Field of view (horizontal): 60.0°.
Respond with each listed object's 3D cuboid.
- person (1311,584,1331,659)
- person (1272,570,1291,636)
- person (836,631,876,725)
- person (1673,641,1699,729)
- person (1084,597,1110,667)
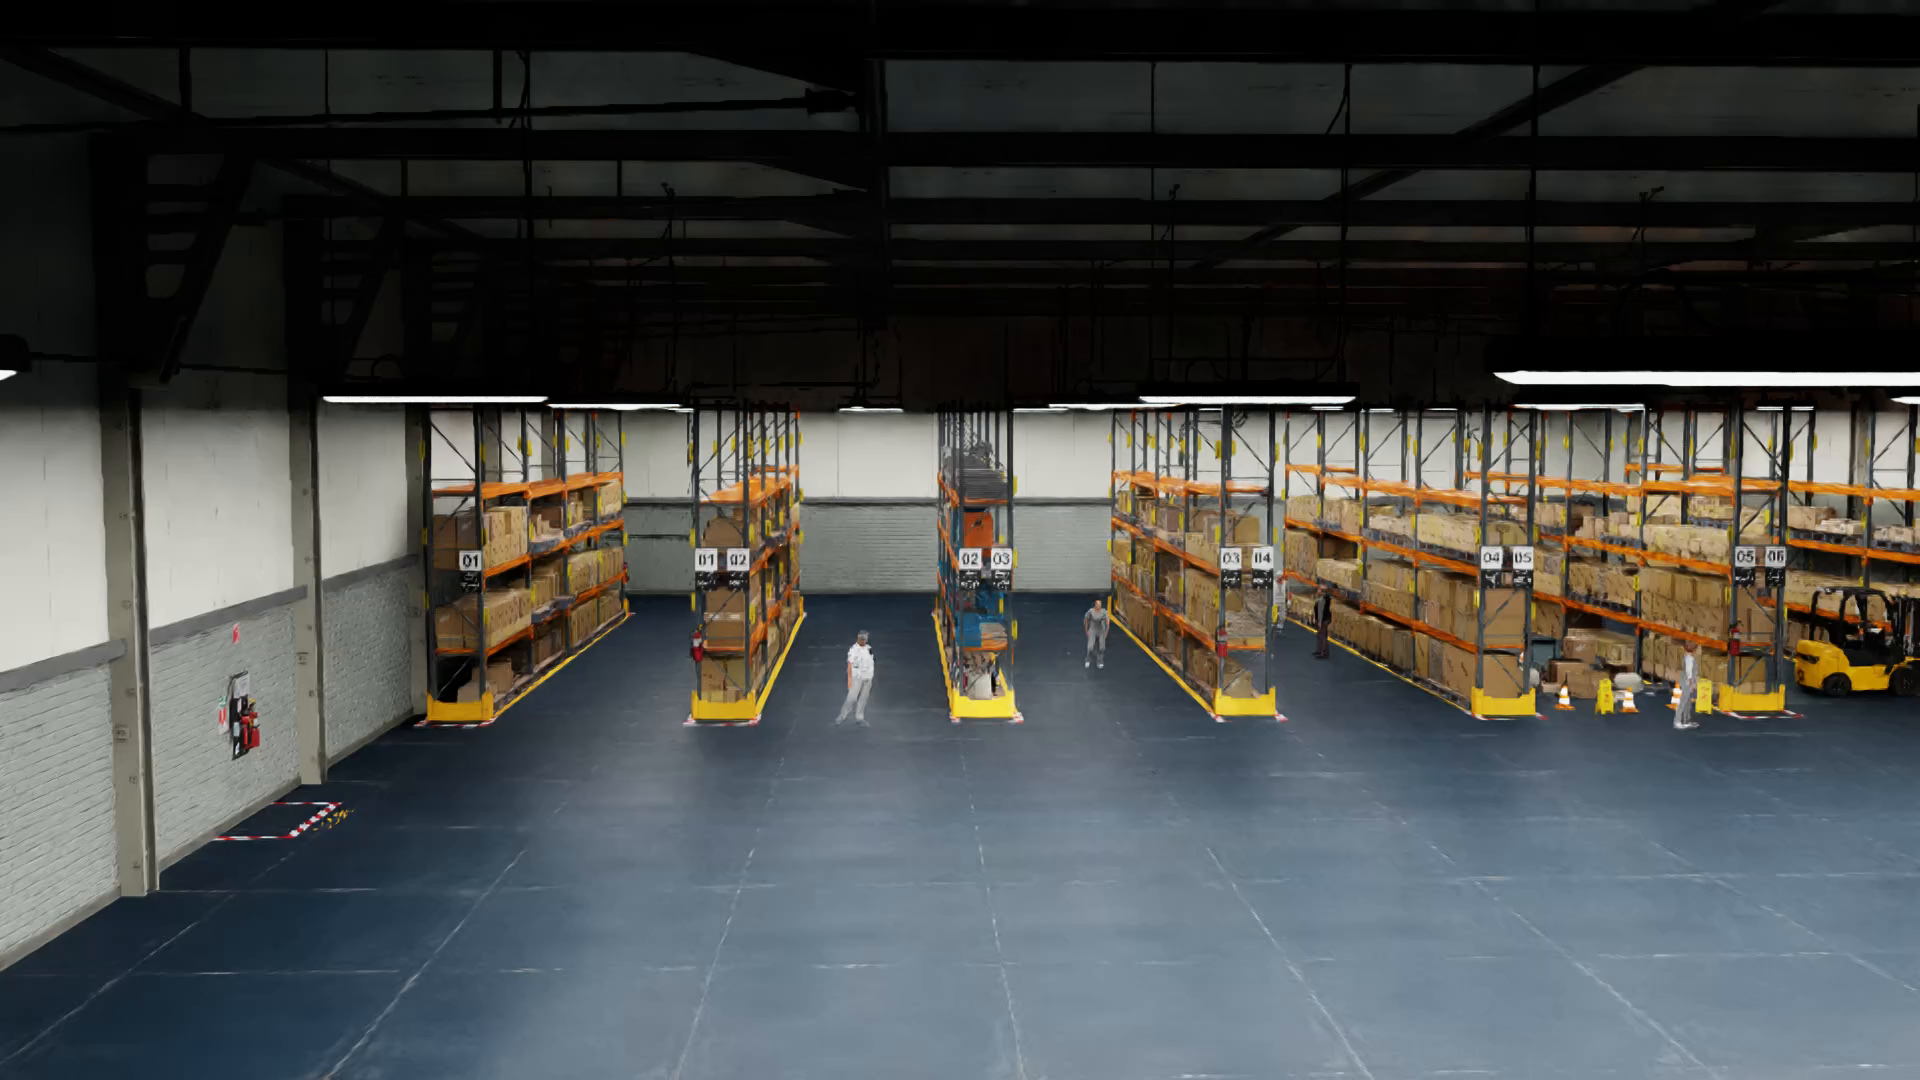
[{"bbox_3d":[8.447,1.893,38.957,0.494,1.725,0.578,2,5,28],"label":"person"},{"bbox_3d":[8.156,1.622,42.672,0.678,1.741,0.546,0,4,-4],"label":"person"},{"bbox_3d":[-1.921,2.531,30.546,0.715,1.739,0.544,-4,6,-42],"label":"person"},{"bbox_3d":[13.220,2.629,30.211,0.437,1.599,0.519,2,5,21],"label":"person"},{"bbox_3d":[3.077,2.077,37.472,0.580,1.619,0.507,0,4,-3],"label":"person"}]
